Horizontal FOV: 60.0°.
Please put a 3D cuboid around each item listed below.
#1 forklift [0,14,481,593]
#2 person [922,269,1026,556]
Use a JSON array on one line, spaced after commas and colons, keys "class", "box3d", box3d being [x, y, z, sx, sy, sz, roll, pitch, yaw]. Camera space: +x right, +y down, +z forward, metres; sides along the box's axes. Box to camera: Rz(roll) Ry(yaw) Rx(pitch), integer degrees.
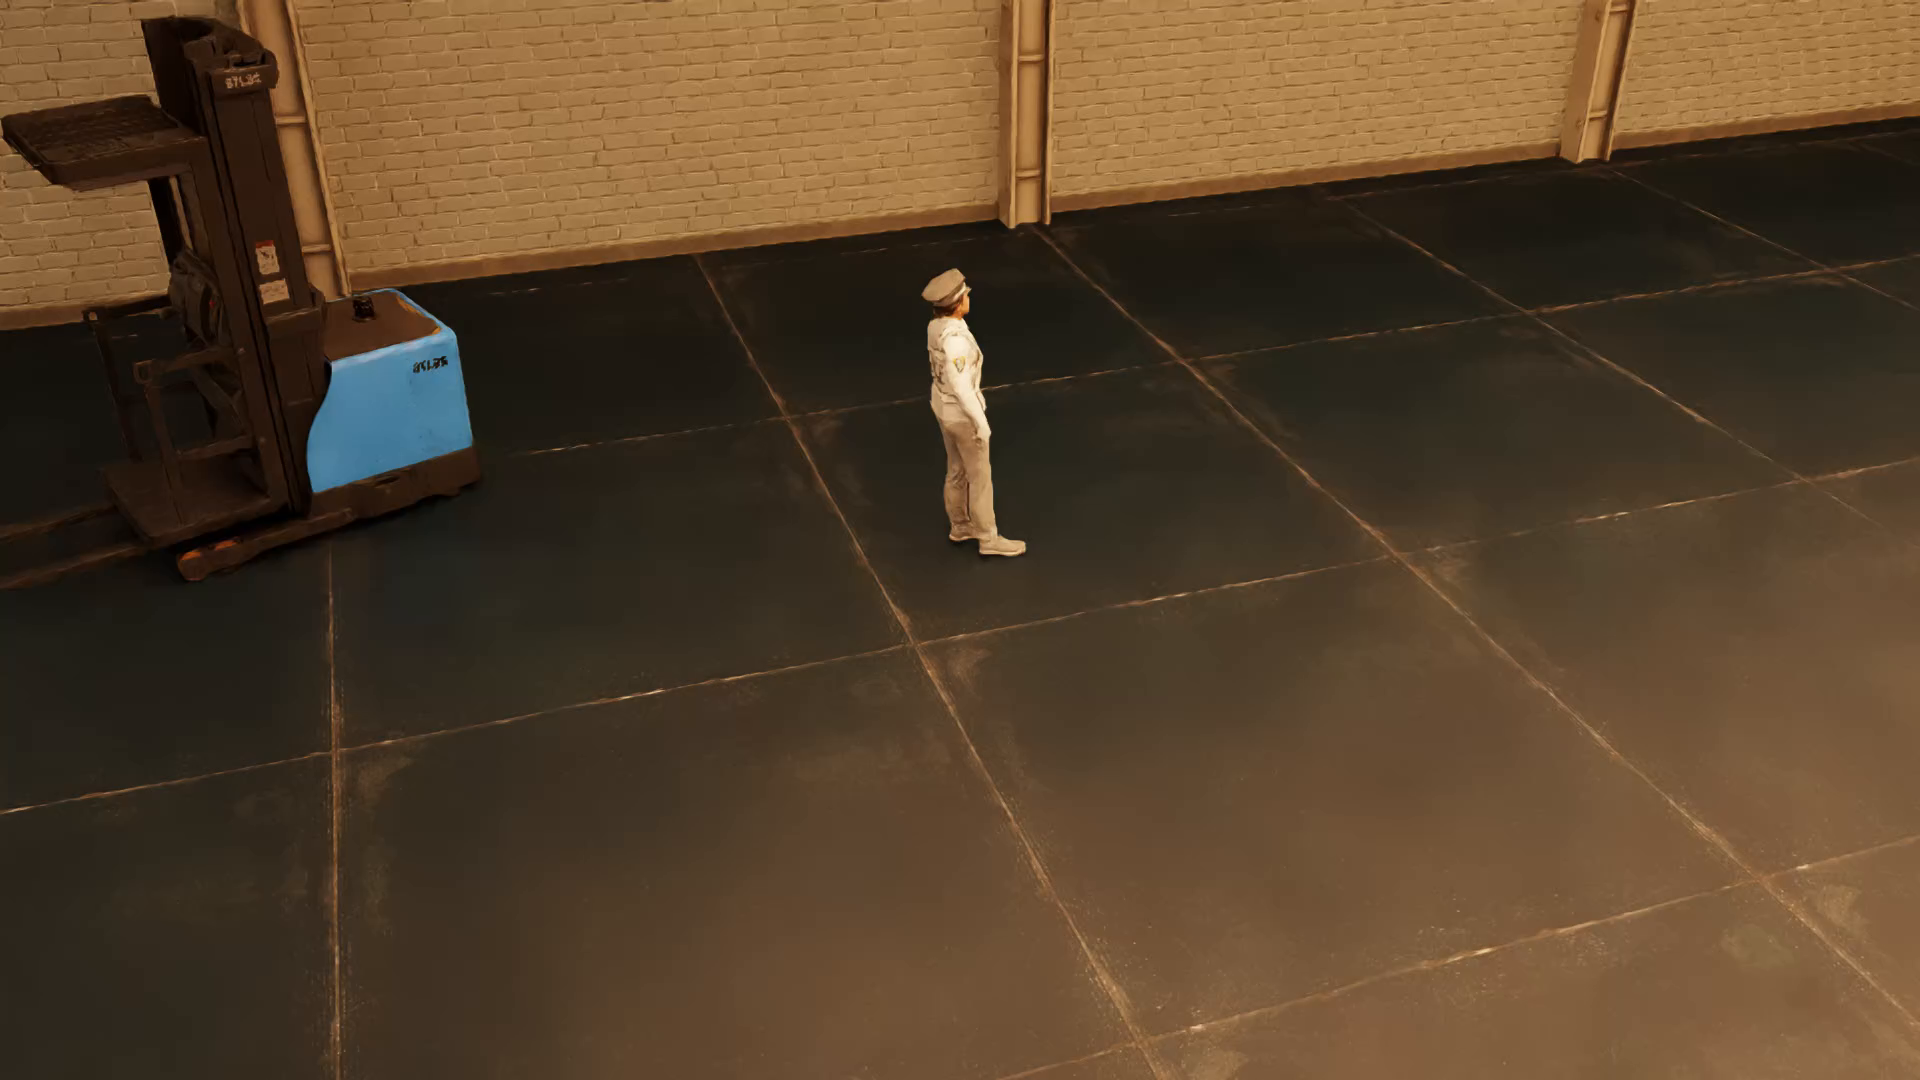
[{"class": "forklift", "box3d": [-4.515, -1.334, 9.405, 3.031, 2.935, 1.130, -22, 36, -33]}, {"class": "person", "box3d": [0.067, -0.747, 9.613, 0.533, 1.692, 0.586, -10, 31, -16]}]
